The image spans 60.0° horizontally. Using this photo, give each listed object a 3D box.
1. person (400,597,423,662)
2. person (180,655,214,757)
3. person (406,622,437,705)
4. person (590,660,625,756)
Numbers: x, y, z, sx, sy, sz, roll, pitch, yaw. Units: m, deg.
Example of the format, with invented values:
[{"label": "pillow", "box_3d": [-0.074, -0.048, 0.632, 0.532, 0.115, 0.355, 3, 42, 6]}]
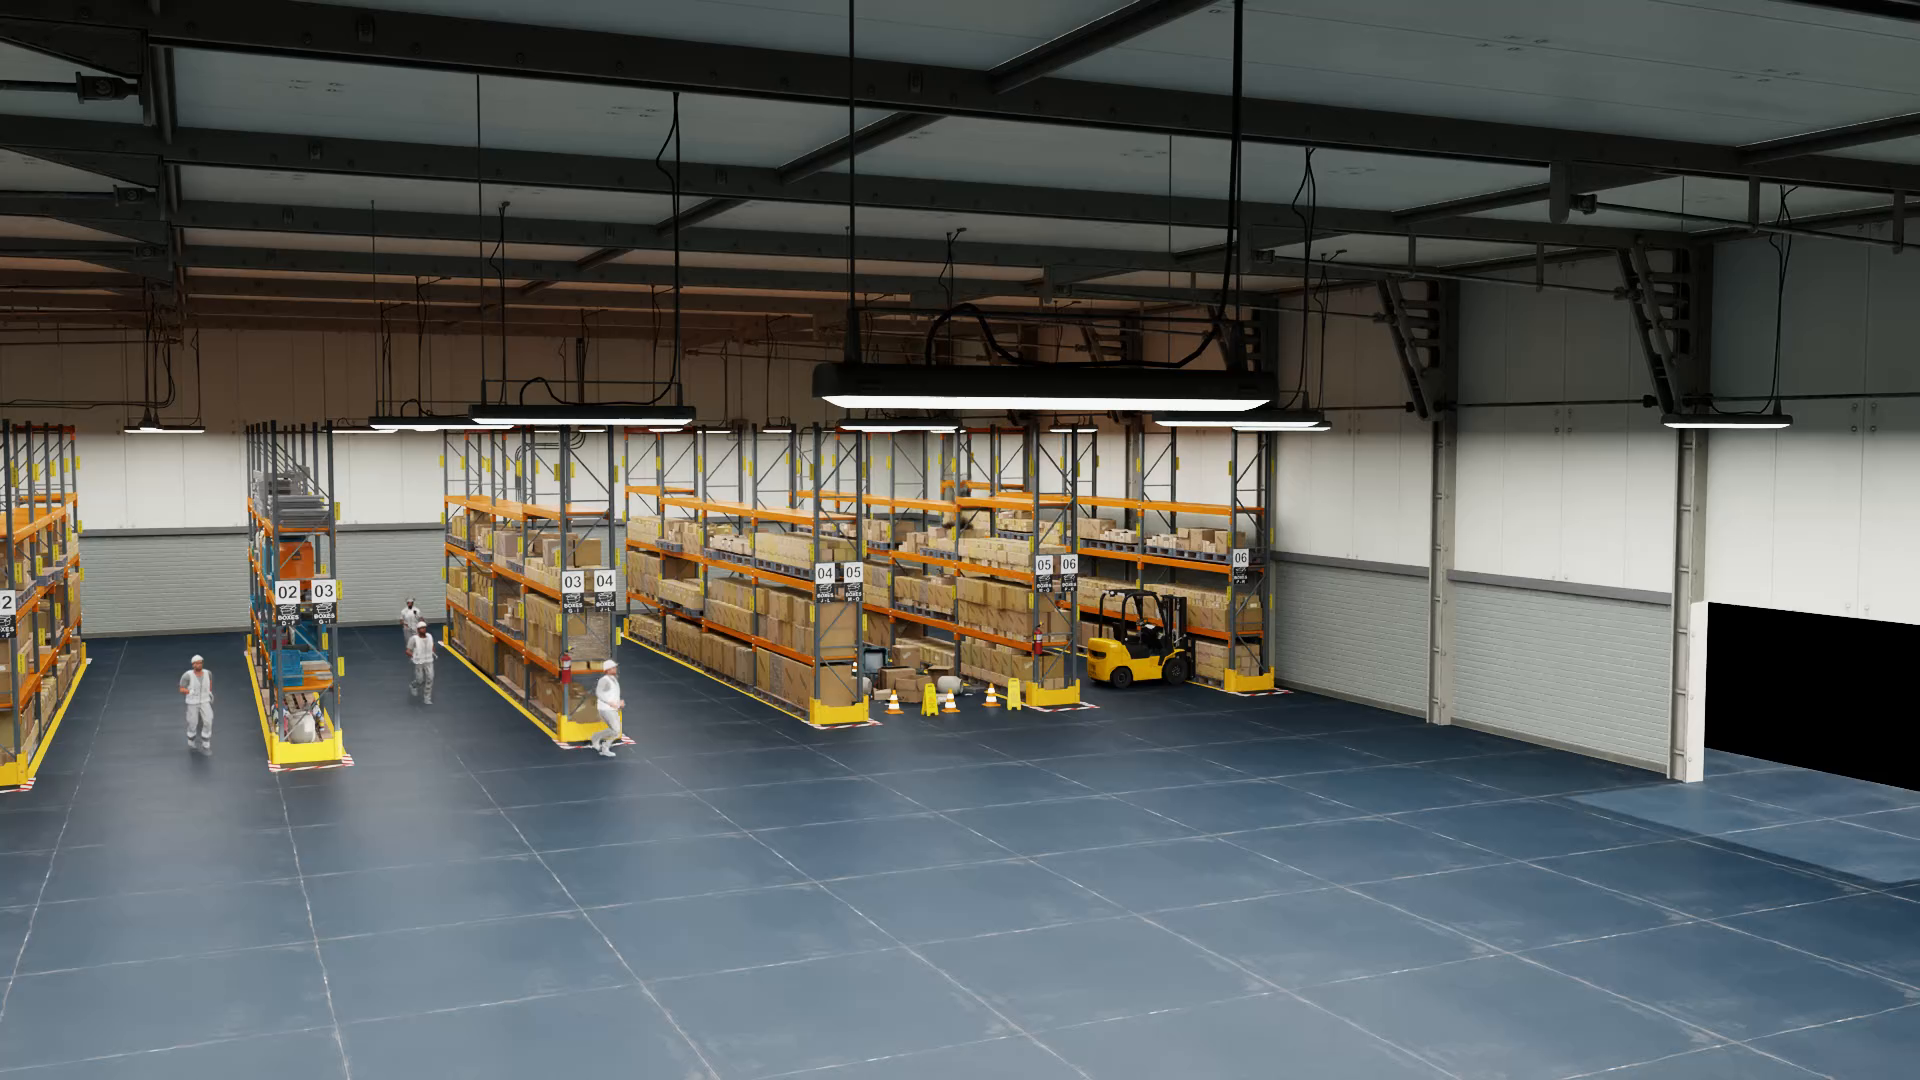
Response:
[{"label": "person", "box_3d": [-13.888, 2.269, 42.098, 0.569, 1.661, 0.554, -1, 4, -18]}, {"label": "person", "box_3d": [-13.678, 2.968, 29.826, 0.589, 1.831, 0.835, -3, 4, -36]}, {"label": "person", "box_3d": [-11.497, 2.625, 35.570, 0.682, 1.765, 0.849, -3, 5, -40]}, {"label": "person", "box_3d": [-6.324, 3.011, 29.839, 0.566, 1.720, 0.642, 1, 4, 10]}]
